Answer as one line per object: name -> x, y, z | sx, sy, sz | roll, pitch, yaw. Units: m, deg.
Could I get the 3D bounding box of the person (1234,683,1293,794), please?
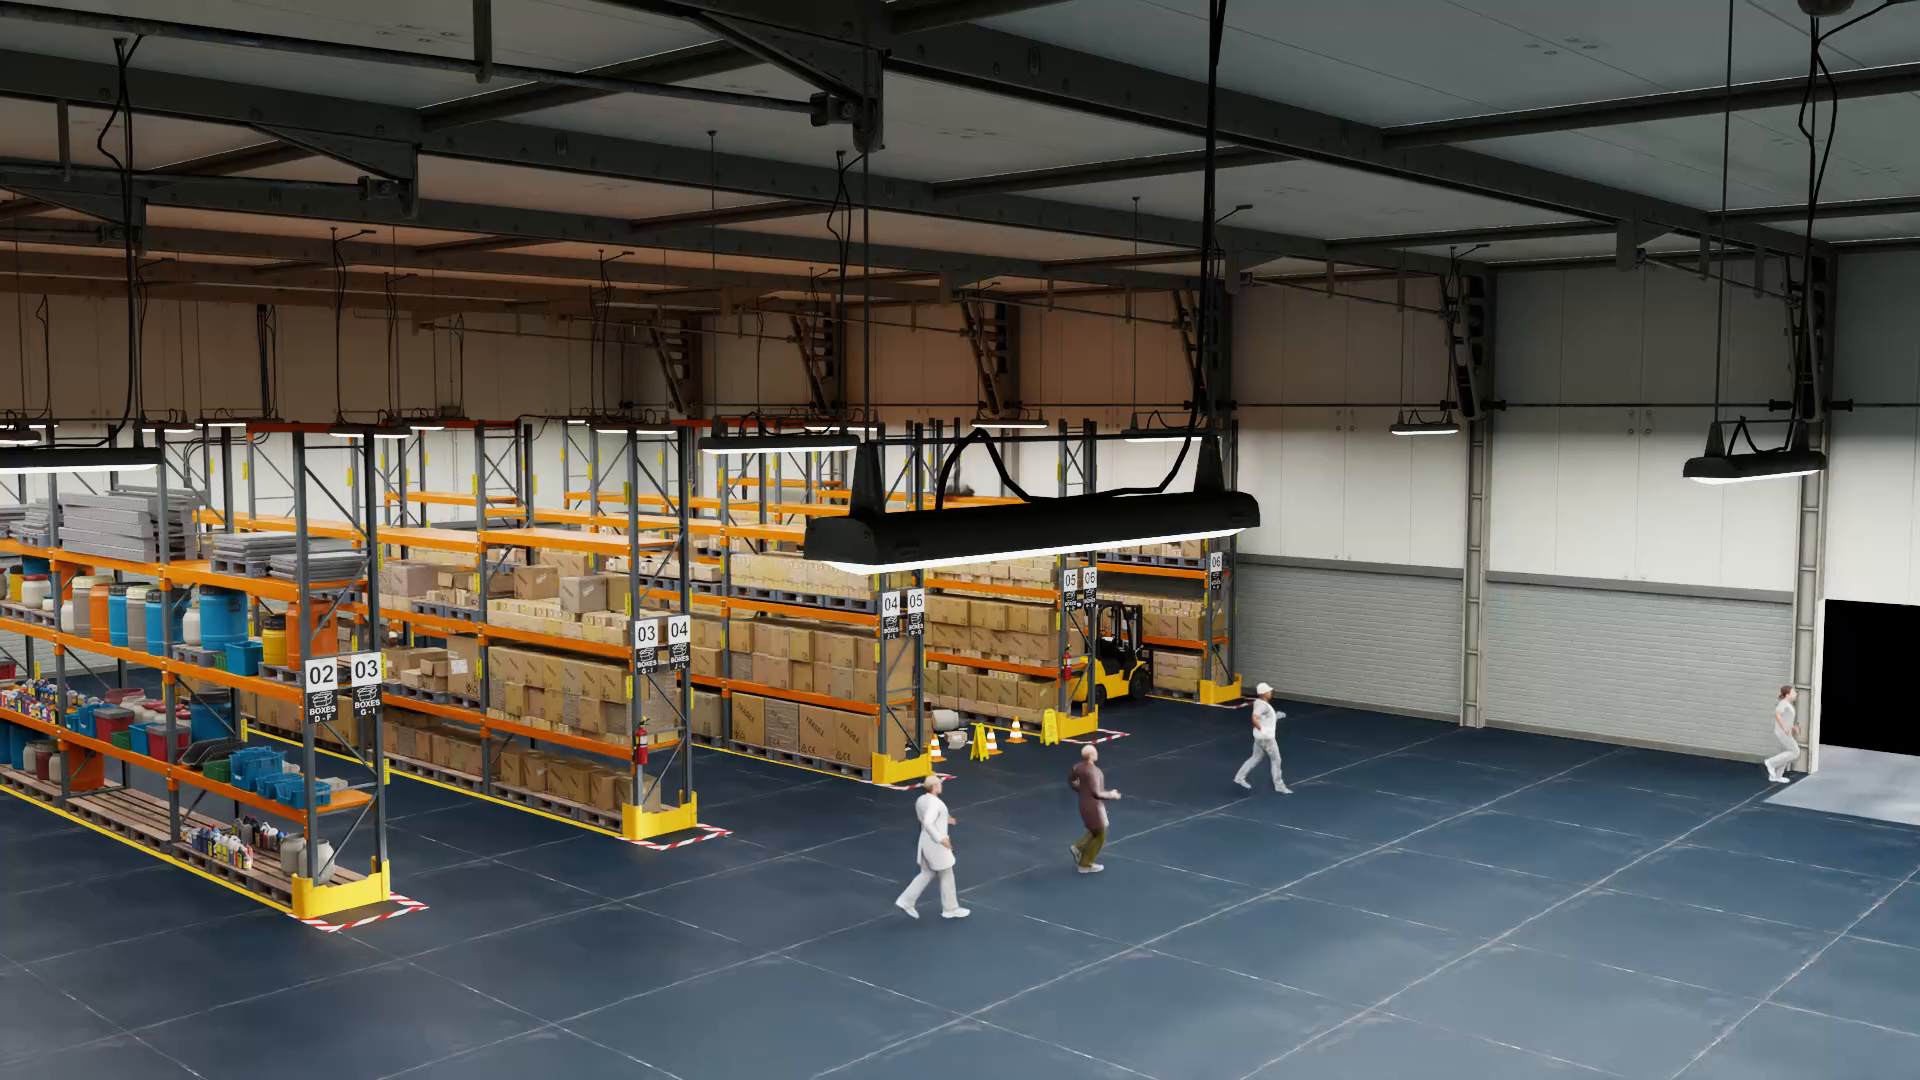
person -> 4.930, 3.211, 26.952 | 0.942, 1.800, 0.673 | 0, 5, -5

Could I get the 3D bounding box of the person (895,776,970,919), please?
person -> -0.333, 3.755, 20.325 | 0.961, 1.768, 0.715 | -2, 5, -26

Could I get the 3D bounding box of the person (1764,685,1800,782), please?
person -> 13.807, 3.256, 27.895 | 0.530, 1.615, 0.603 | 2, 5, 25

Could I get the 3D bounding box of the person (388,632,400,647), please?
person -> -11.408, 2.727, 33.414 | 0.808, 1.787, 0.669 | 3, 6, 35

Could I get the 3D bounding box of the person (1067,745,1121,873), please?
person -> 1.822, 3.620, 22.483 | 0.634, 1.730, 0.702 | -2, 5, -18
